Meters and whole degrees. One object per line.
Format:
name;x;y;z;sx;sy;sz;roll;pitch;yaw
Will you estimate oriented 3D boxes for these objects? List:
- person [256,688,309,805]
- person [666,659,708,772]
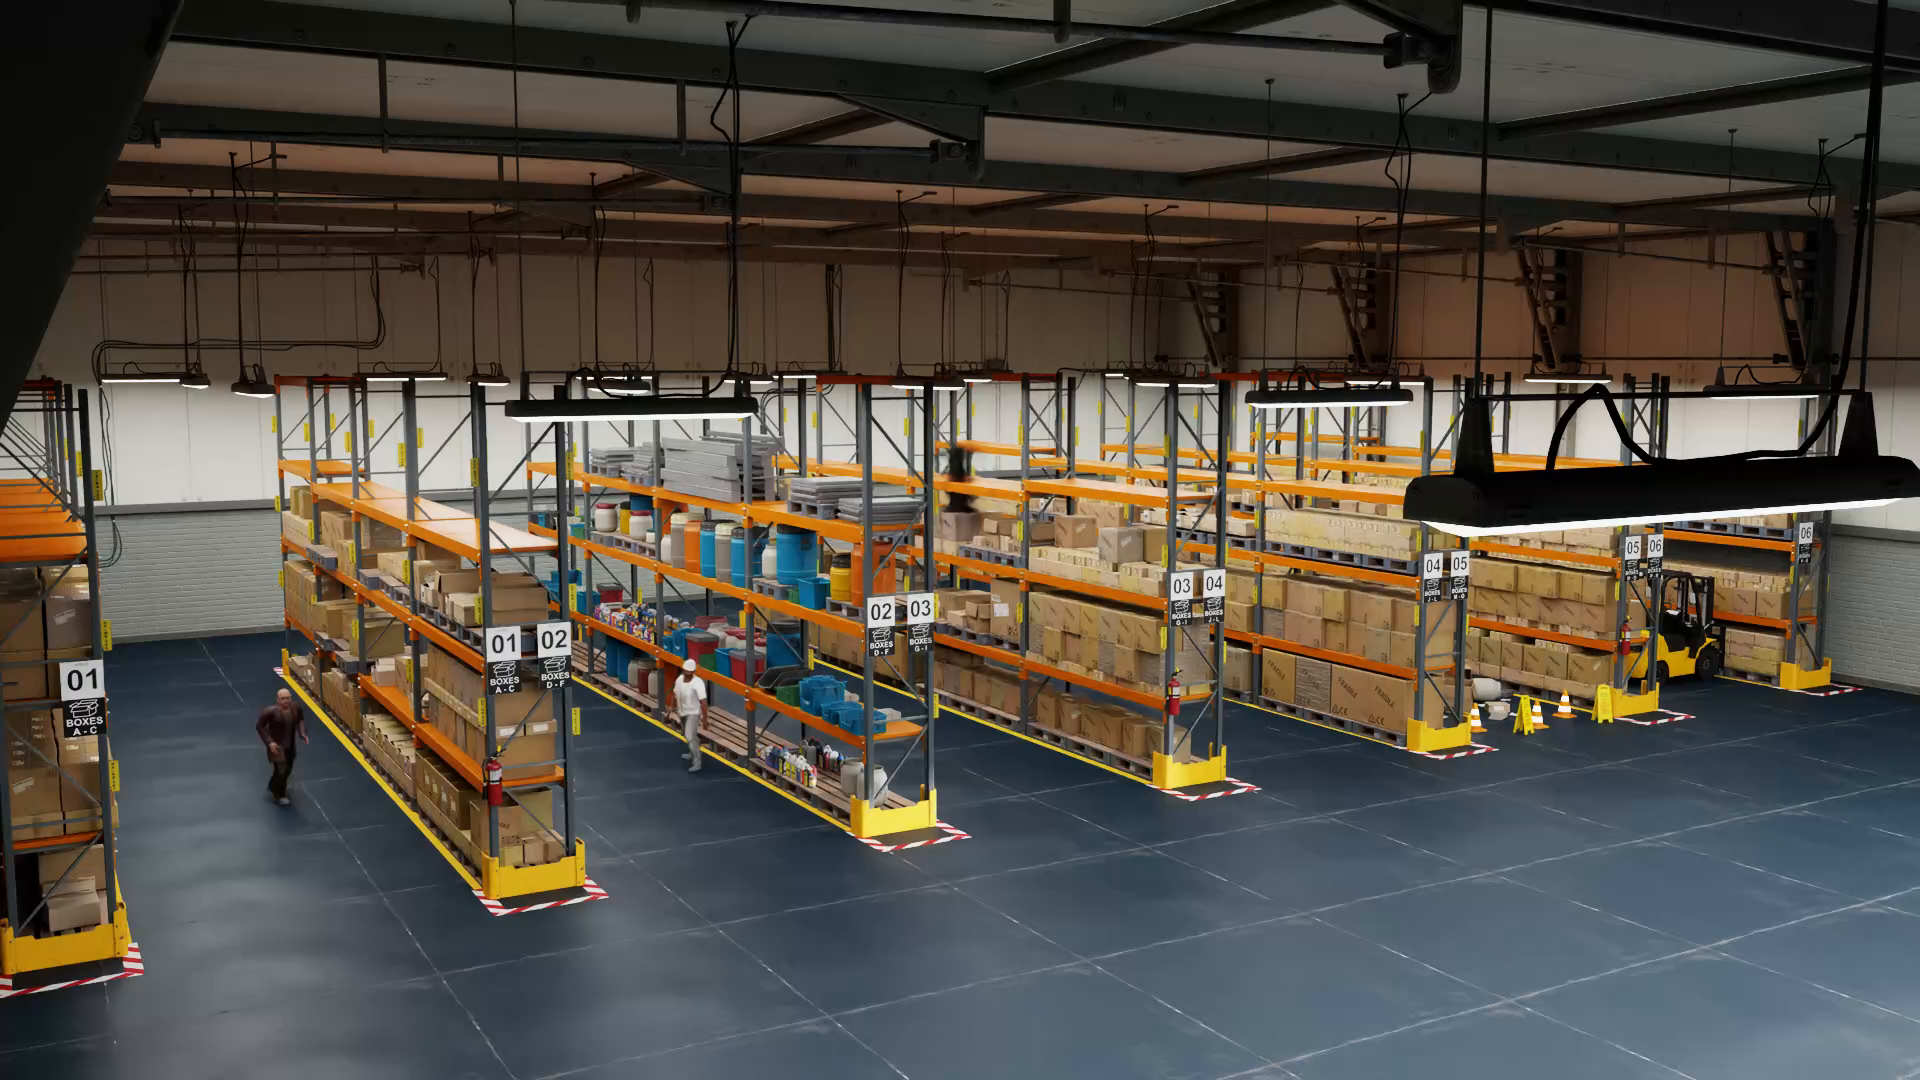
person;-9.669;2.906;23.665;0.925;1.693;0.740;4;7;31
person;-4.193;2.665;25.775;0.860;1.714;0.688;6;9;44
